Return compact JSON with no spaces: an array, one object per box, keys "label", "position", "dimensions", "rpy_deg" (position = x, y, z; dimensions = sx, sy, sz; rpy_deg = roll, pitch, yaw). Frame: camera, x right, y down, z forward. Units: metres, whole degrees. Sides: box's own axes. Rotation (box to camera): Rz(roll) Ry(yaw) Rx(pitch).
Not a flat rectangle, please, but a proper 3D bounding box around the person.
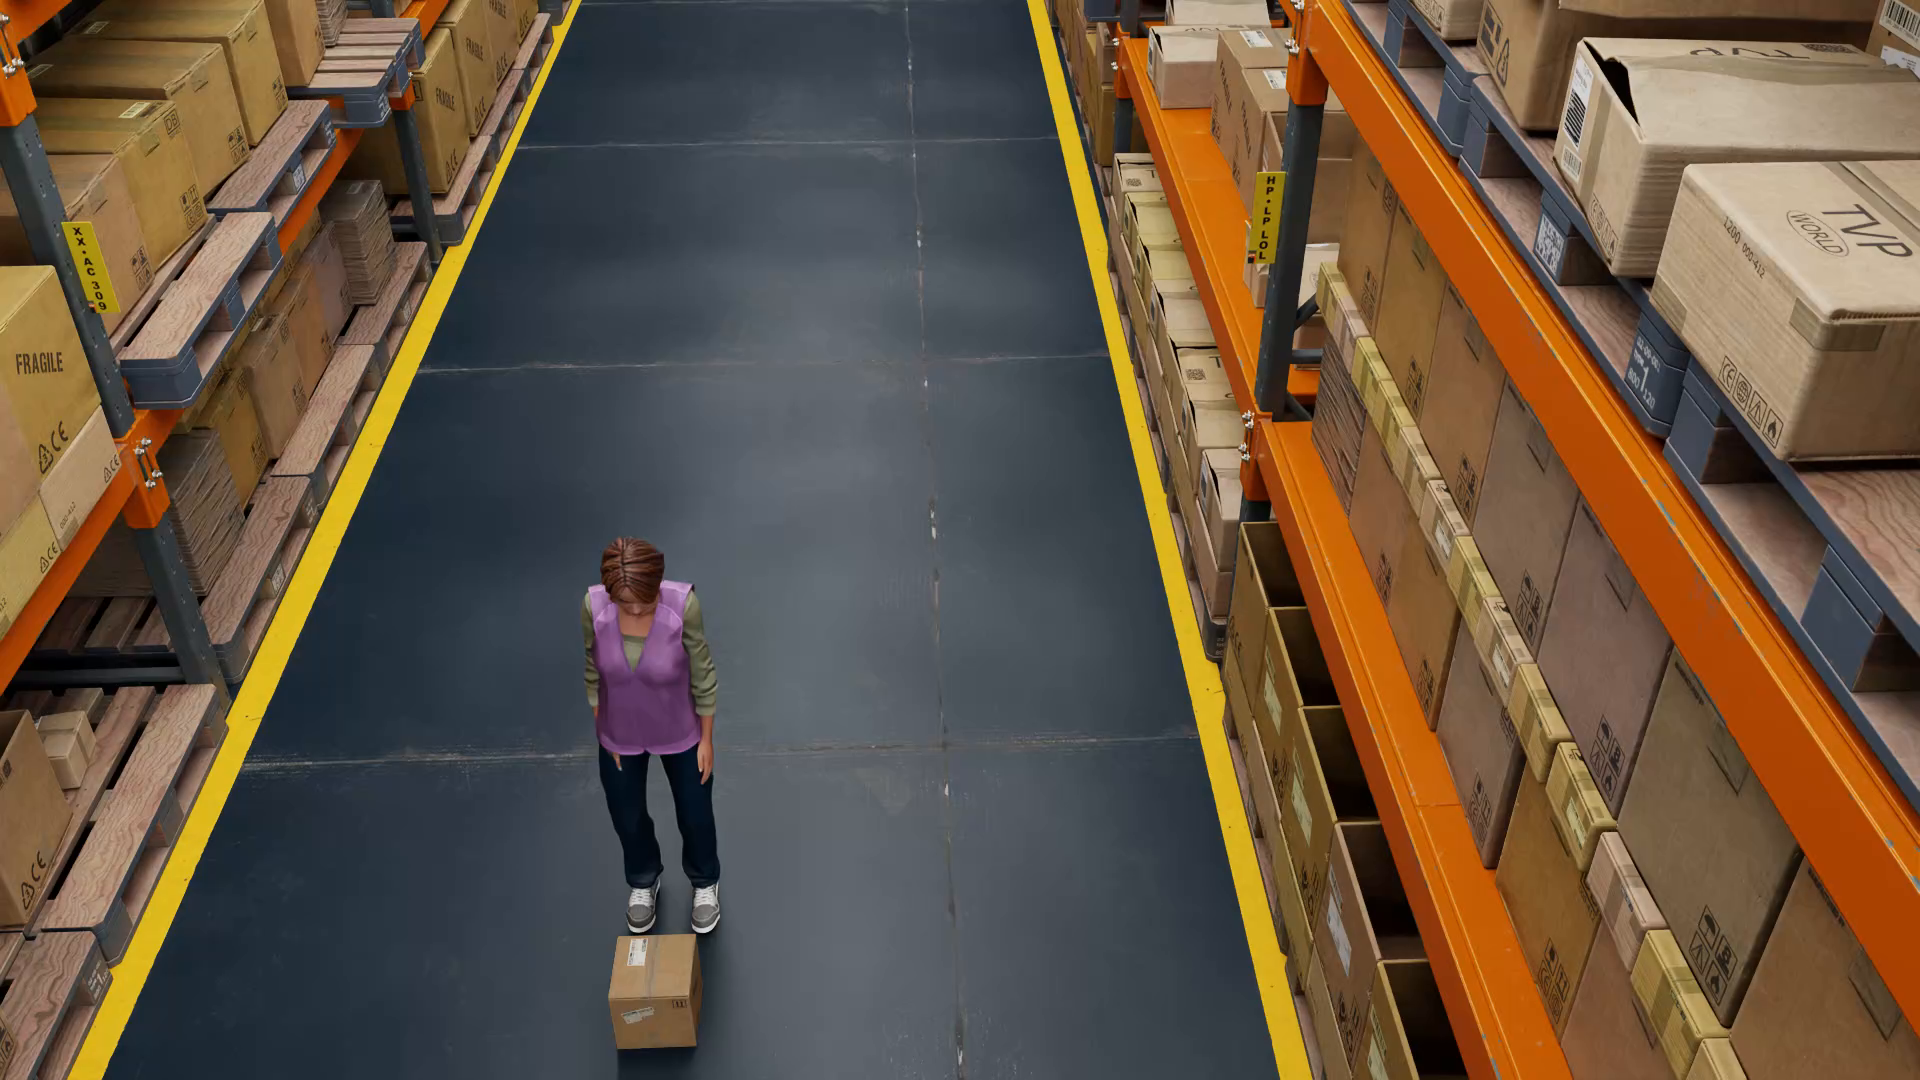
[{"label":"person","position":[-0.959,0.621,5.307],"dimensions":[0.412,1.587,0.316],"rpy_deg":[-1,36,-1]}]
